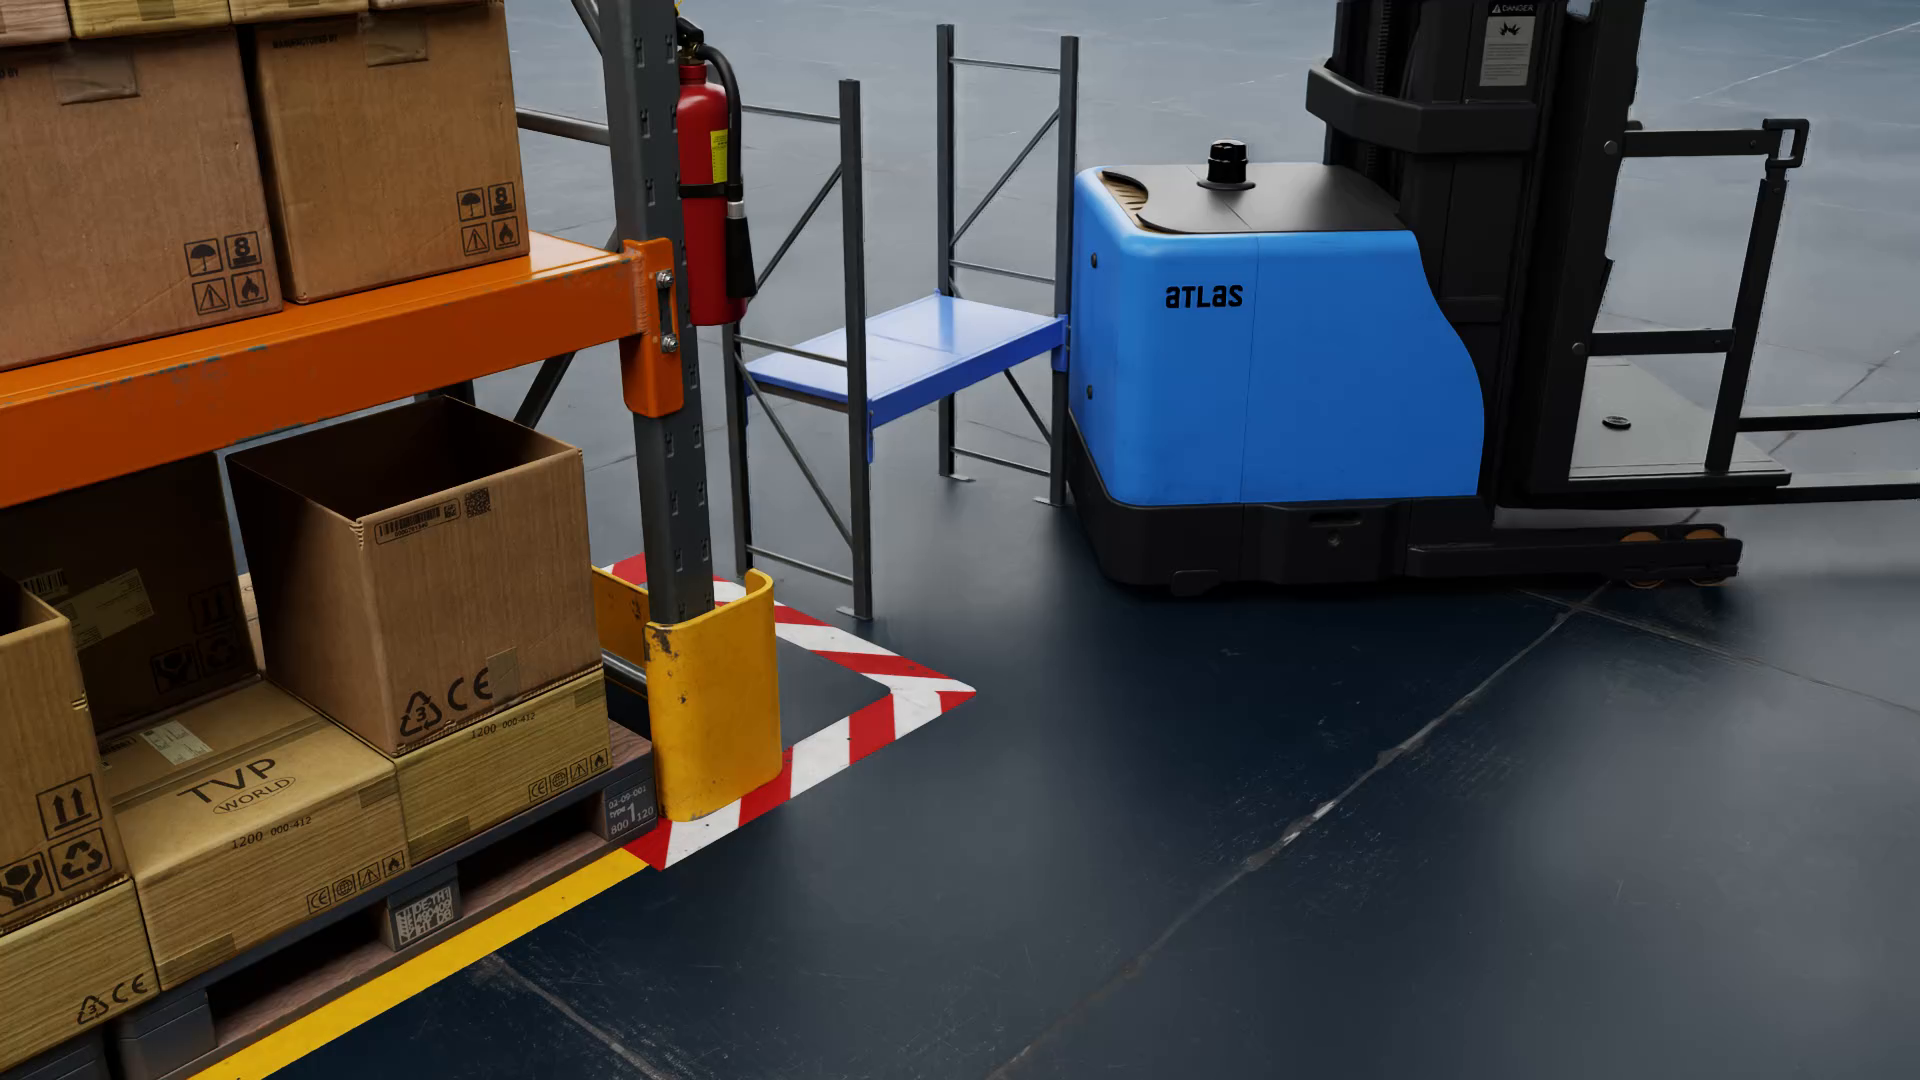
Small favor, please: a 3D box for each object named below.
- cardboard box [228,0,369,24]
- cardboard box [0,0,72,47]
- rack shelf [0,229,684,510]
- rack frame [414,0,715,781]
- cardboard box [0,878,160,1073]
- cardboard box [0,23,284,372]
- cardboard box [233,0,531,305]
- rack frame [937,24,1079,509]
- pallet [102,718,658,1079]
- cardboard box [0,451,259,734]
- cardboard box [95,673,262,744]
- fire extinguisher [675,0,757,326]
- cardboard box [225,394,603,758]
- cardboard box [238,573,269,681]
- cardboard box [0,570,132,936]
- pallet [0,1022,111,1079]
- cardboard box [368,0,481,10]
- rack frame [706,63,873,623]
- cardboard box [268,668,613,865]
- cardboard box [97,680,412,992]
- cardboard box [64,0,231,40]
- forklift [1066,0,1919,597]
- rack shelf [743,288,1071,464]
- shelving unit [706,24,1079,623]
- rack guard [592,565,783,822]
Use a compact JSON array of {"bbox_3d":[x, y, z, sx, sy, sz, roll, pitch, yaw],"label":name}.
[{"bbox_3d":[-1.254,-1.009,2.919,0.380,0.149,0.250,21,32,39],"label":"cardboard box"},{"bbox_3d":[-1.595,-0.855,2.576,0.380,0.149,0.250,21,31,38],"label":"cardboard box"},{"bbox_3d":[-2.302,0.022,2.415,1.077,0.370,4.000,20,31,38],"label":"rack shelf"},{"bbox_3d":[-0.968,-0.916,3.627,1.000,3.000,0.127,20,31,38],"label":"rack frame"},{"bbox_3d":[-1.763,0.700,2.871,0.500,0.250,0.500,20,31,38],"label":"cardboard box"},{"bbox_3d":[-1.636,-0.662,2.937,0.700,0.500,0.500,21,32,39],"label":"cardboard box"},{"bbox_3d":[-1.289,-0.823,3.297,0.700,0.500,0.500,20,31,38],"label":"cardboard box"},{"bbox_3d":[0.138,-0.851,5.315,0.500,1.500,0.032,17,29,32],"label":"rack frame"},{"bbox_3d":[-1.447,0.601,3.652,1.003,0.211,1.213,20,31,38],"label":"pallet"},{"bbox_3d":[-1.823,0.060,3.380,0.500,0.500,0.500,20,31,38],"label":"cardboard box"},{"bbox_3d":[-1.822,0.403,3.532,0.500,0.250,0.500,20,31,38],"label":"cardboard box"},{"bbox_3d":[-0.543,-0.790,3.440,0.296,0.674,0.183,20,31,38],"label":"fire extinguisher"},{"bbox_3d":[-1.104,0.050,3.404,0.500,0.500,0.500,20,31,38],"label":"cardboard box"},{"bbox_3d":[-1.491,0.250,3.874,0.500,0.250,0.500,20,31,38],"label":"cardboard box"},{"bbox_3d":[-1.760,0.358,2.716,0.500,0.500,0.500,20,31,38],"label":"cardboard box"},{"bbox_3d":[-2.261,0.971,2.827,1.003,0.211,1.213,20,31,38],"label":"pallet"},{"bbox_3d":[-1.081,-1.089,3.098,0.380,0.149,0.250,20,31,37],"label":"cardboard box"},{"bbox_3d":[-0.460,-0.515,4.565,0.500,1.500,0.032,17,29,32],"label":"rack frame"},{"bbox_3d":[-1.106,0.391,3.559,0.500,0.250,0.500,20,31,38],"label":"cardboard box"},{"bbox_3d":[-1.430,0.547,3.212,0.500,0.250,0.500,20,31,38],"label":"cardboard box"},{"bbox_3d":[-1.425,-0.931,2.745,0.380,0.149,0.250,20,31,37],"label":"cardboard box"},{"bbox_3d":[1.890,-1.406,4.804,3.031,2.935,1.130,-2,24,-5],"label":"forklift"},{"bbox_3d":[-0.161,-0.519,5.014,0.538,0.185,1.000,17,29,32],"label":"rack shelf"},{"bbox_3d":[-0.161,-0.683,4.940,0.538,1.500,1.048,17,29,32],"label":"shelving unit"},{"bbox_3d":[-0.952,0.217,4.154,1.175,0.500,0.348,20,31,38],"label":"rack guard"}]
